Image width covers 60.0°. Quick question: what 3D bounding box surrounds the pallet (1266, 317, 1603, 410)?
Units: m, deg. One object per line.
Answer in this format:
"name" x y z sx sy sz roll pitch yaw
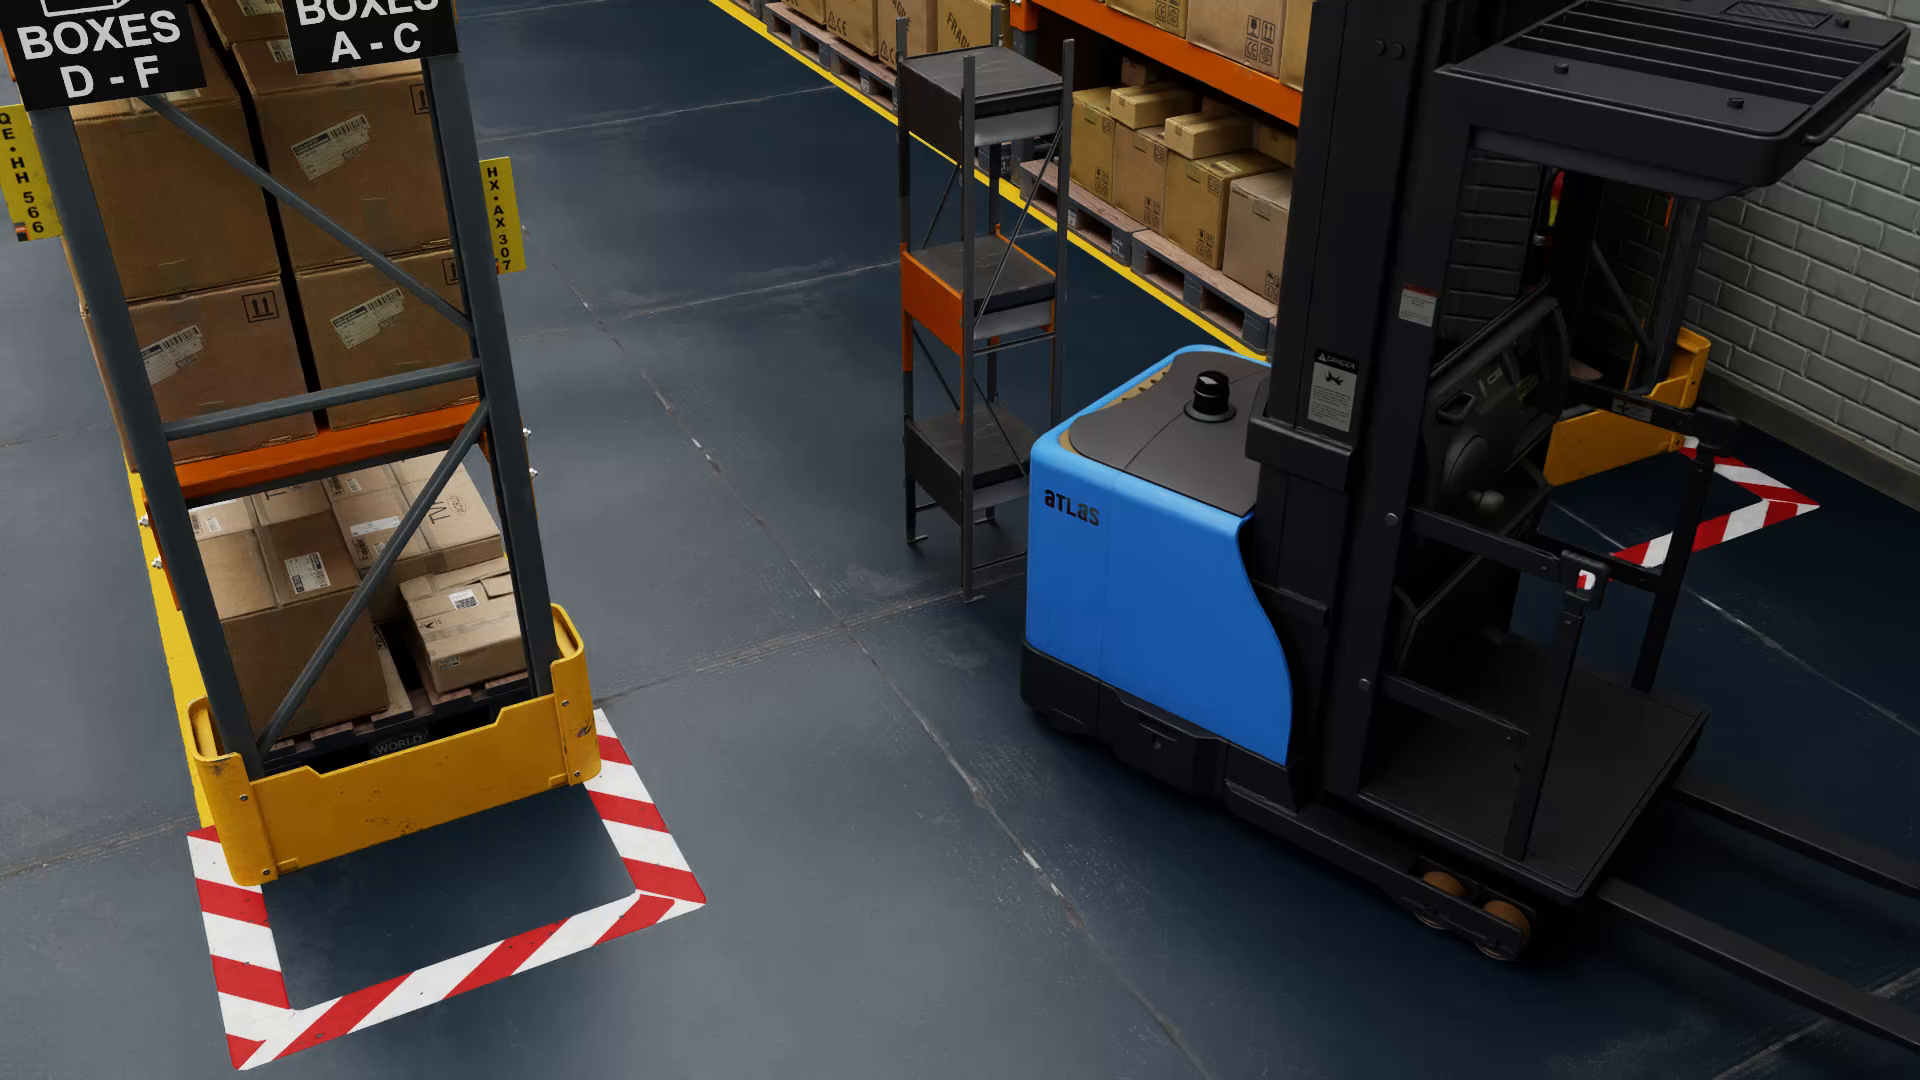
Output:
"pallet" 2.201 -0.817 7.829 1.003 0.211 1.213 -16 36 -23

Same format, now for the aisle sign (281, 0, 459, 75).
"aisle sign" -1.446 -1.517 3.928 0.394 0.787 0.004 -16 36 -23

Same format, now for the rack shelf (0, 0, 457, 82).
"rack shelf" -2.670 -2.296 5.439 1.077 0.370 4.000 -16 36 -23

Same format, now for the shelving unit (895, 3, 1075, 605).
"shelving unit" 0.077 -0.805 6.060 0.431 2.100 0.503 -16 36 -23

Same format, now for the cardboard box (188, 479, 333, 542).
"cardboard box" -2.625 -0.067 6.215 0.500 0.250 0.500 -16 36 -23

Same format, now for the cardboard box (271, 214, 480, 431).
"cardboard box" -1.711 -0.702 4.972 0.500 0.500 0.500 -15 36 -22

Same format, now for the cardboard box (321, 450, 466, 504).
"cardboard box" -2.206 -0.217 6.449 0.500 0.250 0.500 -16 36 -23

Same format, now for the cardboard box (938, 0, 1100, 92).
"cardboard box" 0.360 -3.087 10.392 0.750 0.750 0.750 -15 36 -23

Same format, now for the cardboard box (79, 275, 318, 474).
"cardboard box" -2.187 -0.569 4.764 0.500 0.500 0.500 -15 35 -22

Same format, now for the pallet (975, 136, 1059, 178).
"pallet" 0.352 -2.713 10.789 1.003 0.211 1.213 -16 36 -23

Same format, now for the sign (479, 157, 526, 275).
"sign" -1.257 -0.882 4.544 0.100 0.325 0.005 -16 36 -23

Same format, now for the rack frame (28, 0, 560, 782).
"rack frame" -1.737 -0.381 4.565 1.000 3.000 0.127 -16 36 -23

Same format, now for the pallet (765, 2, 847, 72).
"pallet" -0.786 -3.878 12.607 1.003 0.211 1.213 -16 36 -23

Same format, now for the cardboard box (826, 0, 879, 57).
"cardboard box" -0.457 -3.915 11.684 0.750 0.750 0.750 -16 36 -23

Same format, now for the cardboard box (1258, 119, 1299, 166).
"cardboard box" 1.754 -2.052 8.498 0.380 0.149 0.250 -17 36 -24

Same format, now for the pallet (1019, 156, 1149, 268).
"pallet" 1.064 -1.981 9.647 1.003 0.211 1.213 -16 36 -23

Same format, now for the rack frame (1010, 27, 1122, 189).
"rack frame" 0.778 -3.538 9.492 1.000 3.000 0.127 -16 36 -23

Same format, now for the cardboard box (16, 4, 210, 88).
"cardboard box" -2.424 -1.229 4.868 0.500 0.500 0.500 -15 36 -22

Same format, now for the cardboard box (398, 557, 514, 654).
"cardboard box" -1.745 0.221 5.843 0.380 0.166 0.250 -16 36 -23

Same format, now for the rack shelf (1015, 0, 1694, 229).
"rack shelf" 1.711 -2.281 8.196 1.077 0.370 4.000 -16 36 -23

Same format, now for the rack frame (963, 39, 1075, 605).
"rack frame" 0.191 -0.689 5.878 0.400 2.100 0.015 -16 36 -23

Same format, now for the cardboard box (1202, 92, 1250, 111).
"cardboard box" 1.515 -2.295 8.879 0.380 0.149 0.250 -17 36 -25

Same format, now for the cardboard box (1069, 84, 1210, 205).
"cardboard box" 1.036 -2.280 9.456 0.700 0.500 0.500 -15 36 -23

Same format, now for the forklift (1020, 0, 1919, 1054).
"forklift" 1.669 -0.338 4.561 3.031 2.935 1.130 24 40 32

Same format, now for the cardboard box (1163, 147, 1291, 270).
"cardboard box" 1.505 -1.794 8.697 0.700 0.500 0.500 -15 36 -22

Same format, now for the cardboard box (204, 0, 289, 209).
"cardboard box" -1.961 -1.370 5.088 0.500 0.500 0.500 -15 36 -23

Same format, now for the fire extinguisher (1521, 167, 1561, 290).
"fire extinguisher" 2.306 -1.251 6.340 0.296 0.674 0.183 -16 36 -23

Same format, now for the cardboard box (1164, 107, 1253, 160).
"cardboard box" 1.278 -2.094 8.565 0.380 0.149 0.250 -17 36 -24

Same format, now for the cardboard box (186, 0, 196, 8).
"cardboard box" -2.428 -1.852 5.841 0.500 0.500 0.500 -16 36 -24

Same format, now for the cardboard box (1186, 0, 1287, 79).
"cardboard box" 1.700 -2.707 7.916 0.980 0.700 0.700 -18 37 -25

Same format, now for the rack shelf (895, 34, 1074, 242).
"rack shelf" 0.077 -1.383 5.690 0.431 0.518 0.480 -16 36 -23

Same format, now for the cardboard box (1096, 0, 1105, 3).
"cardboard box" 1.017 -3.401 9.000 0.980 0.700 0.700 -15 36 -22

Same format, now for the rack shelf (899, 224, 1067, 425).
"rack shelf" 0.077 -0.794 6.068 0.431 0.518 0.480 -16 36 -23

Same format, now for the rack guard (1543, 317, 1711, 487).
"rack guard" 2.655 -0.565 7.169 1.175 0.500 0.348 -16 36 -23
